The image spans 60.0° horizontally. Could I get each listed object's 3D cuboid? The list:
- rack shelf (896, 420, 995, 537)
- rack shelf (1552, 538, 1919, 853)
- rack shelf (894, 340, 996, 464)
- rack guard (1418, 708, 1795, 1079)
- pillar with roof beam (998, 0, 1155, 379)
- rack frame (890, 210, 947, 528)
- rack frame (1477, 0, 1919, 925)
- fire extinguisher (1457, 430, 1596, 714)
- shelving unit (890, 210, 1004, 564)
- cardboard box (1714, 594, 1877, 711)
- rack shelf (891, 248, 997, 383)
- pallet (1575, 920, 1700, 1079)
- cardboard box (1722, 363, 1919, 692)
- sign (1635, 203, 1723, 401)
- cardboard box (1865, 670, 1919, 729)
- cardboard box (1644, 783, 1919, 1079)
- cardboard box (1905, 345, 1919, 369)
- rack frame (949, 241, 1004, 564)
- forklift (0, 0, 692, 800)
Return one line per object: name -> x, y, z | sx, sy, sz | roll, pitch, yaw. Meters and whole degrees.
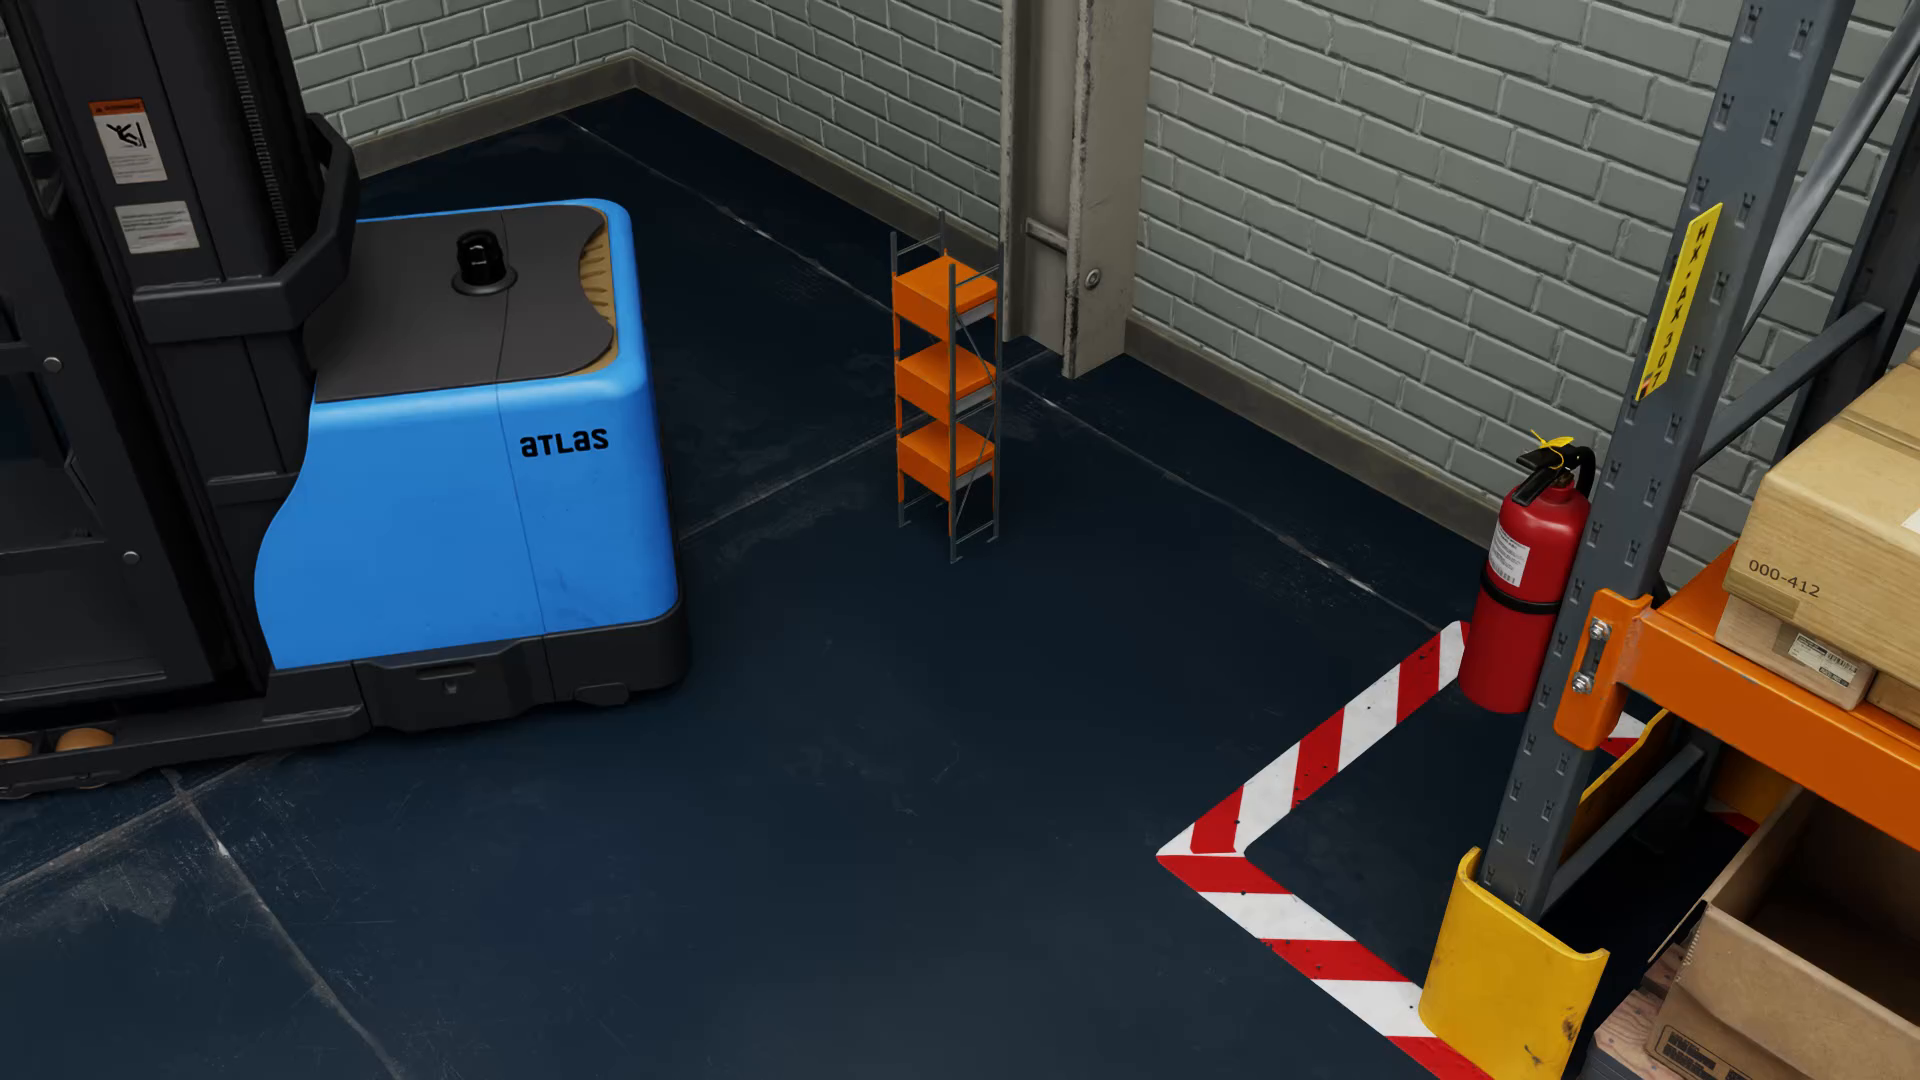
rack shelf -> -0.036, -0.209, 5.132 | 0.215, 0.259, 0.240 | -30, 48, -32
rack shelf -> 2.891, 0.938, 2.273 | 1.077, 0.370, 4.000 | -30, 48, -32
rack shelf -> -0.036, -0.425, 4.957 | 0.215, 0.259, 0.240 | -30, 48, -32
rack guard -> 1.590, 0.741, 3.935 | 1.175, 0.500, 0.348 | -30, 48, -32
pillar with roof beam -> -2.792, -2.402, 1.063 | 9.100, 9.000, 0.400 | -30, 48, -32
rack frame -> -0.119, -0.490, 5.021 | 0.200, 1.050, 0.008 | -30, 48, -32
rack frame -> 1.539, -0.267, 3.193 | 1.000, 3.000, 0.127 | -30, 48, -32
fire extinguisher -> 1.099, 0.036, 3.176 | 0.296, 0.674, 0.183 | -30, 48, -32
shelving unit -> -0.036, -0.433, 4.951 | 0.215, 1.050, 0.252 | -30, 48, -32
cardboard box -> 1.559, 0.099, 2.940 | 0.380, 0.149, 0.250 | -30, 48, -32
rack shelf -> -0.036, -0.646, 4.779 | 0.215, 0.259, 0.240 | -30, 48, -32
pallet -> 2.130, 1.222, 3.570 | 1.003, 0.211, 1.213 | -30, 48, -32
cardboard box -> 1.647, 0.000, 2.745 | 0.500, 0.250, 0.500 | -30, 47, -32
sign -> 1.139, -0.373, 2.636 | 0.100, 0.325, 0.005 | -30, 48, -32
cardboard box -> 1.765, 0.197, 2.818 | 0.380, 0.149, 0.250 | -29, 47, -31
cardboard box -> 1.883, 0.864, 3.445 | 0.797, 0.503, 0.637 | -32, 49, -33
cardboard box -> 2.045, -0.224, 3.023 | 0.500, 0.250, 0.500 | -29, 47, -31
rack frame -> 0.046, -0.377, 4.881 | 0.200, 1.050, 0.008 | -30, 48, -32
forklift -> -2.330, -0.816, 3.928 | 3.031, 2.935, 1.130 | -7, 40, -9
